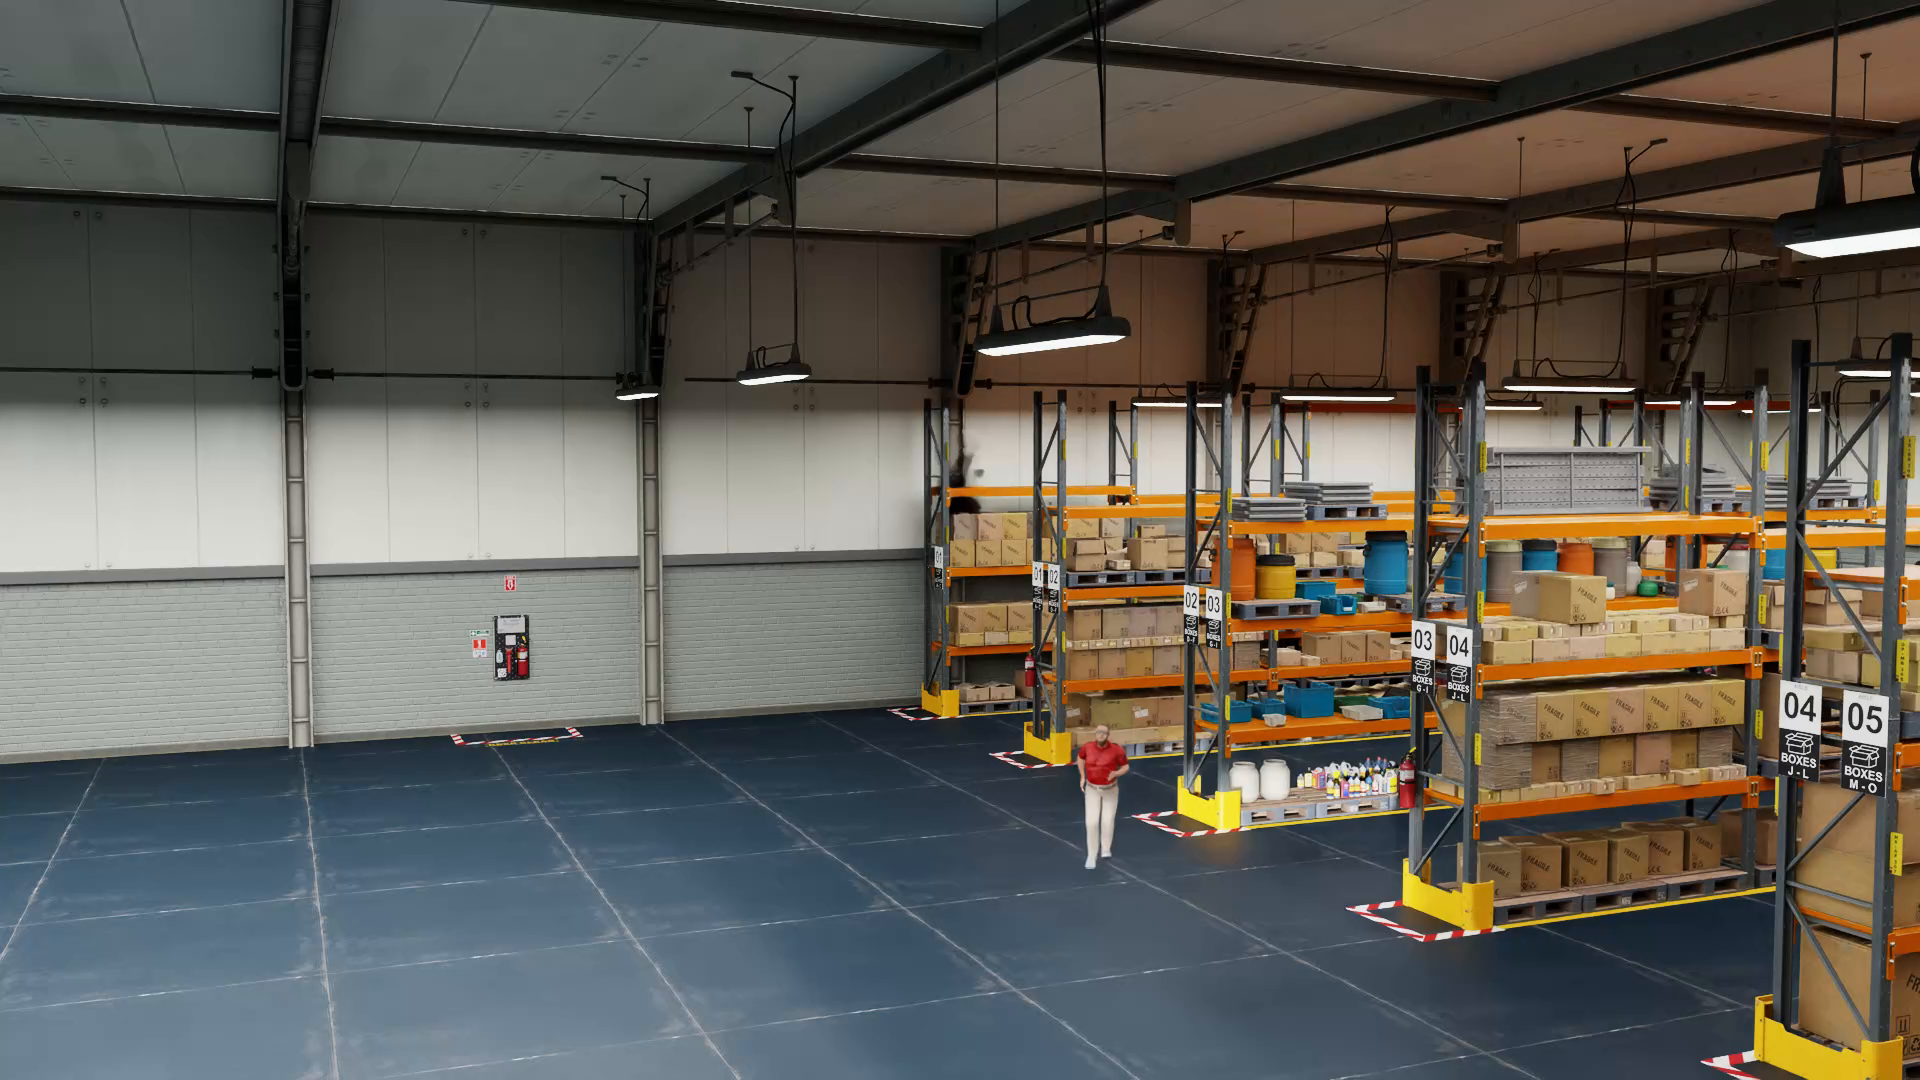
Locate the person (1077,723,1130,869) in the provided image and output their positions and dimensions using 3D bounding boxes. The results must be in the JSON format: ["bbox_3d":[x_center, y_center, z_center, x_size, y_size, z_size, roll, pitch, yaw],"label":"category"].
[{"bbox_3d":[1.747,3.131,20.318,0.644,1.798,0.773,0,3,5],"label":"person"}]
